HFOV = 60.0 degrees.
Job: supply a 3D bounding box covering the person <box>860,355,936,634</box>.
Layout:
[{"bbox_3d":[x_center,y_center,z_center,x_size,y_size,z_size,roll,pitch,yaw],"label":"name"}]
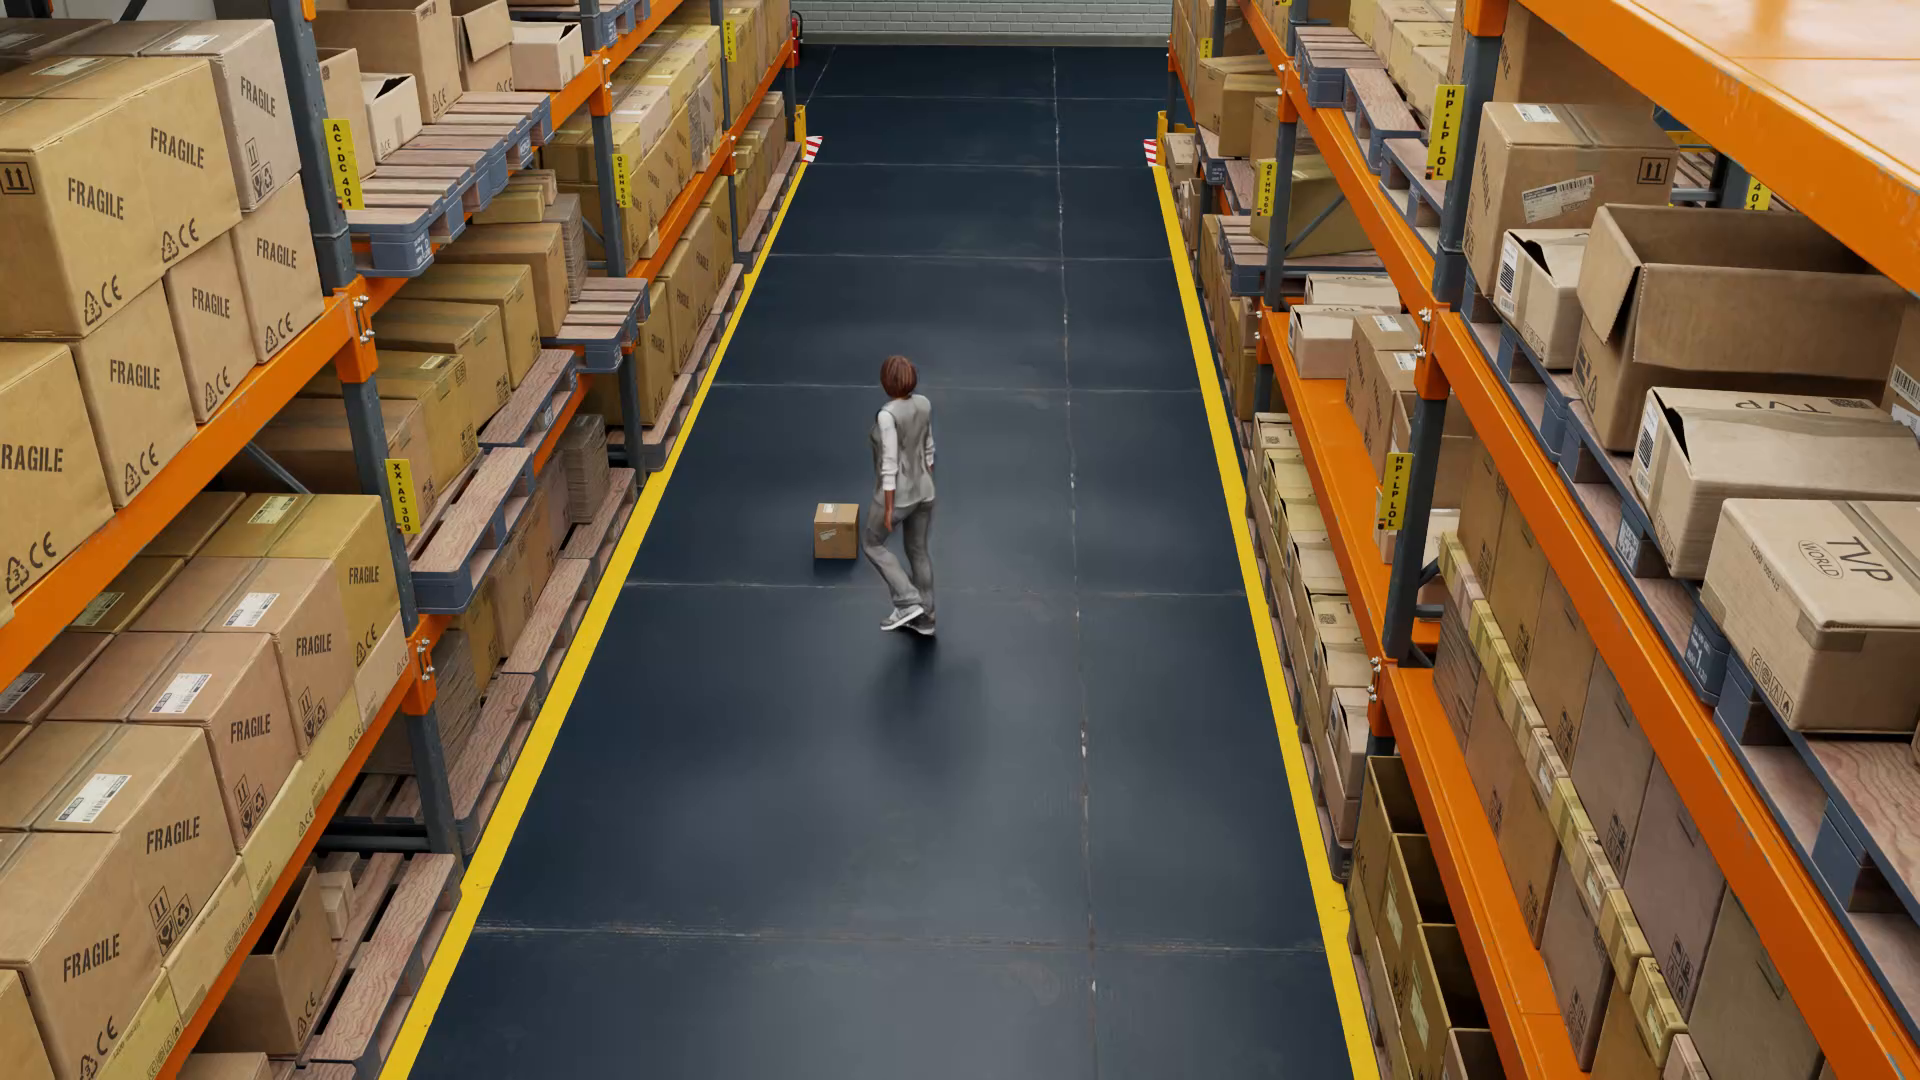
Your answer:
[{"bbox_3d":[-0.285,-0.227,9.024,0.435,1.584,0.445,25,37,38],"label":"person"}]
